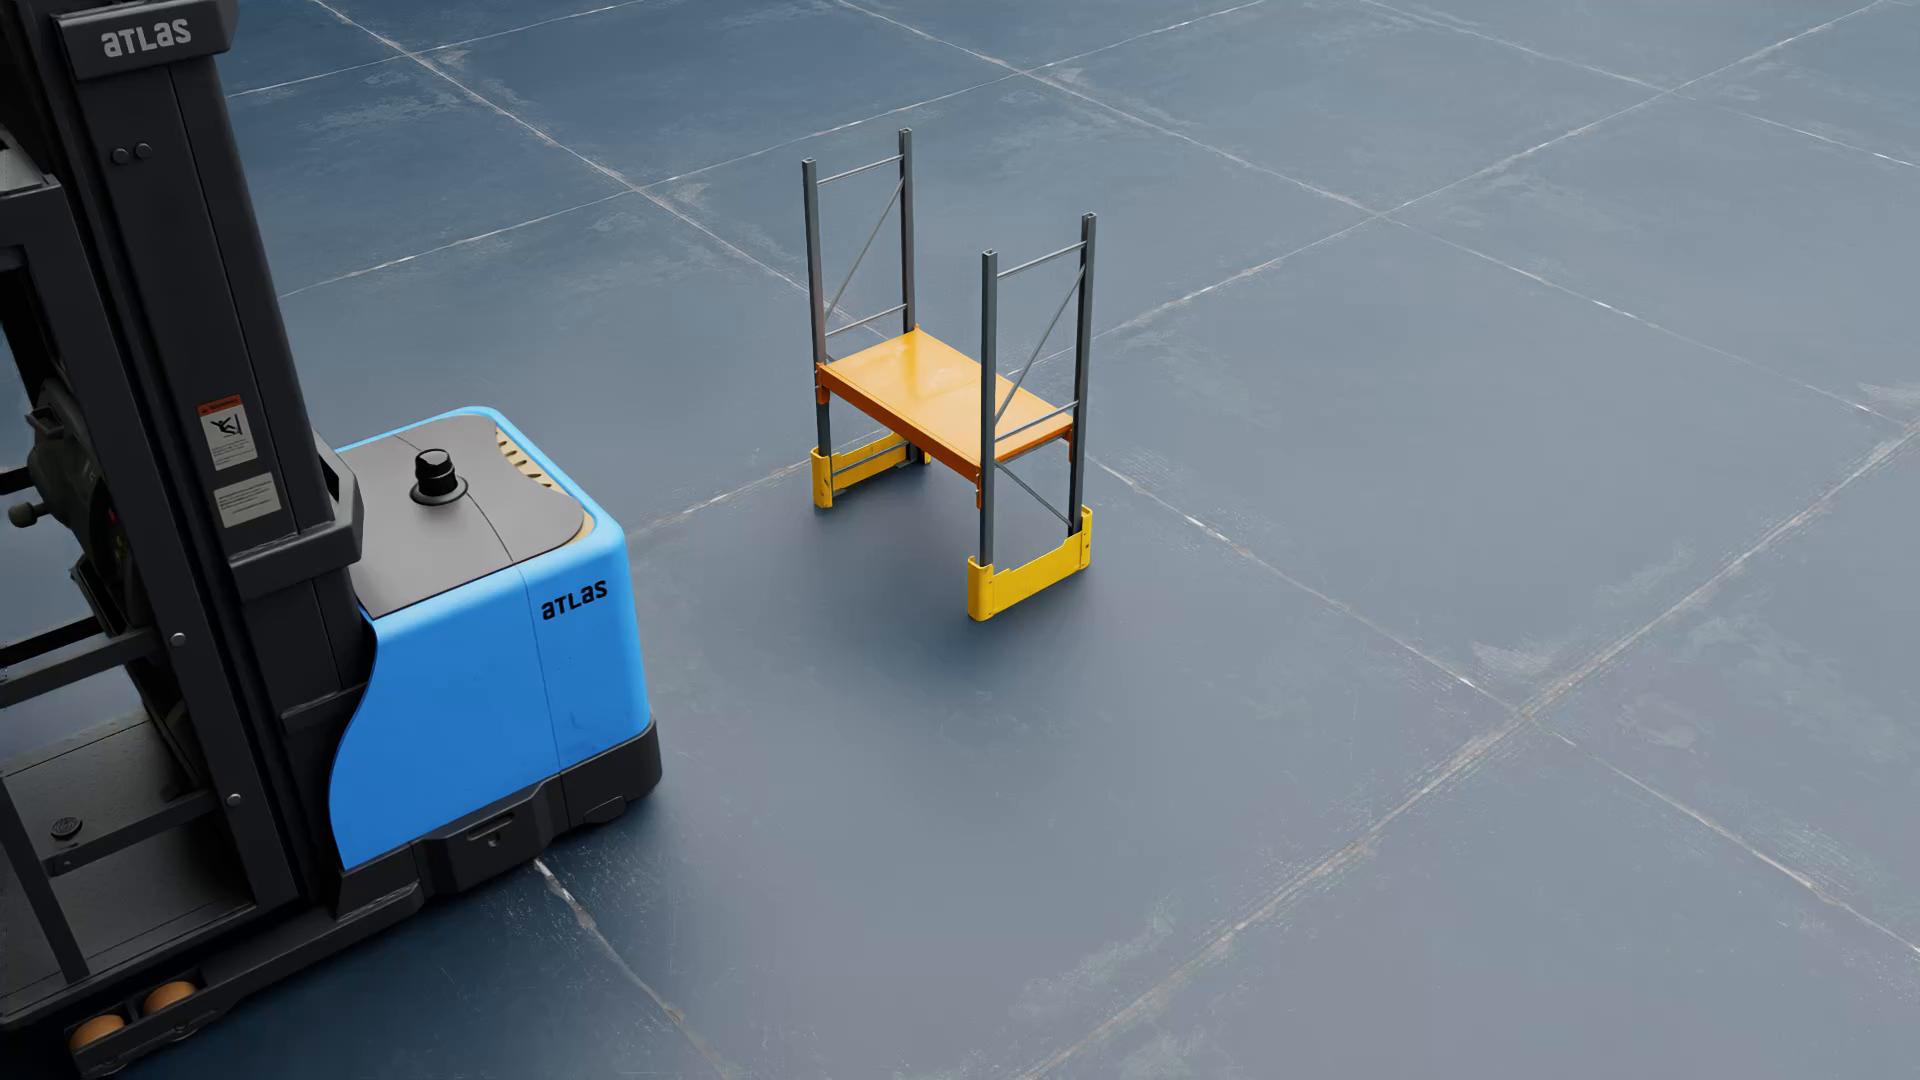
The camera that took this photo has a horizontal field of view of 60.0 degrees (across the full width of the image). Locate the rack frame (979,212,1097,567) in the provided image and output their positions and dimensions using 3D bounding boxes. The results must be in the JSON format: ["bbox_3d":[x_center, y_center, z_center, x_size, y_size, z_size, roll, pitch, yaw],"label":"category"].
[{"bbox_3d":[0.273,-0.425,6.053,0.500,1.500,0.032,-26,43,-32],"label":"rack frame"}]

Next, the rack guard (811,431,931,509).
[{"bbox_3d":[-0.371,-0.356,7.036,0.587,0.250,0.087,-26,43,-32],"label":"rack guard"}]

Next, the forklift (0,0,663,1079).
[{"bbox_3d":[-2.465,-0.050,4.285,3.031,2.935,1.130,-24,42,-30],"label":"forklift"}]

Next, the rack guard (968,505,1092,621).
[{"bbox_3d":[0.272,0.084,6.415,0.587,0.250,0.087,-26,43,-32],"label":"rack guard"}]

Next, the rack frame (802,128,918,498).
[{"bbox_3d":[-0.383,-0.874,6.687,0.500,1.500,0.032,-26,43,-32],"label":"rack frame"}]

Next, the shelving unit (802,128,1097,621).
[{"bbox_3d":[-0.049,-0.646,6.364,0.587,1.500,1.083,-26,43,-32],"label":"shelving unit"}]

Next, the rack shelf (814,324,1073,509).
[{"bbox_3d":[-0.055,-0.503,6.474,0.538,0.185,1.000,-26,43,-32],"label":"rack shelf"}]
